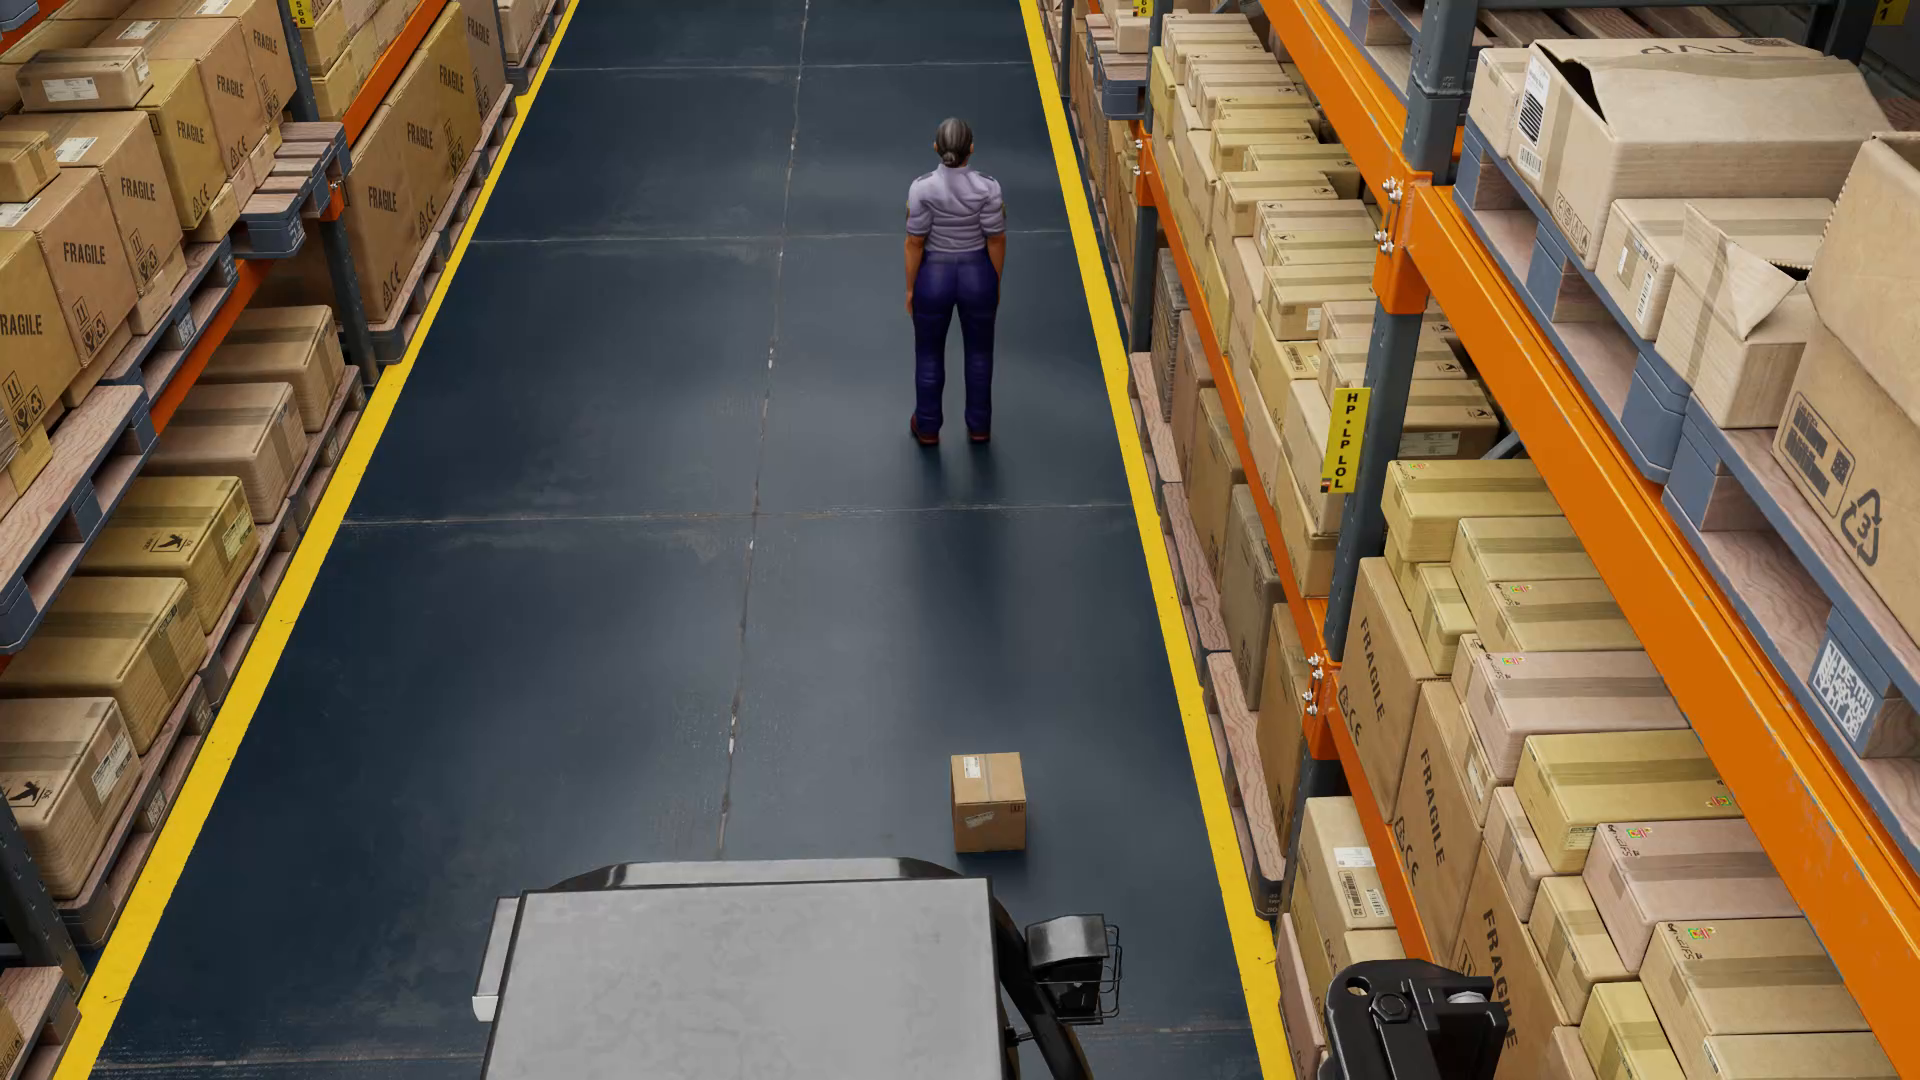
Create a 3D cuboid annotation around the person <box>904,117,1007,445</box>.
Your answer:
[{"bbox_3d":[-0.026,-1.203,7.835,0.473,1.634,0.354,-3,36,-4],"label":"person"}]
